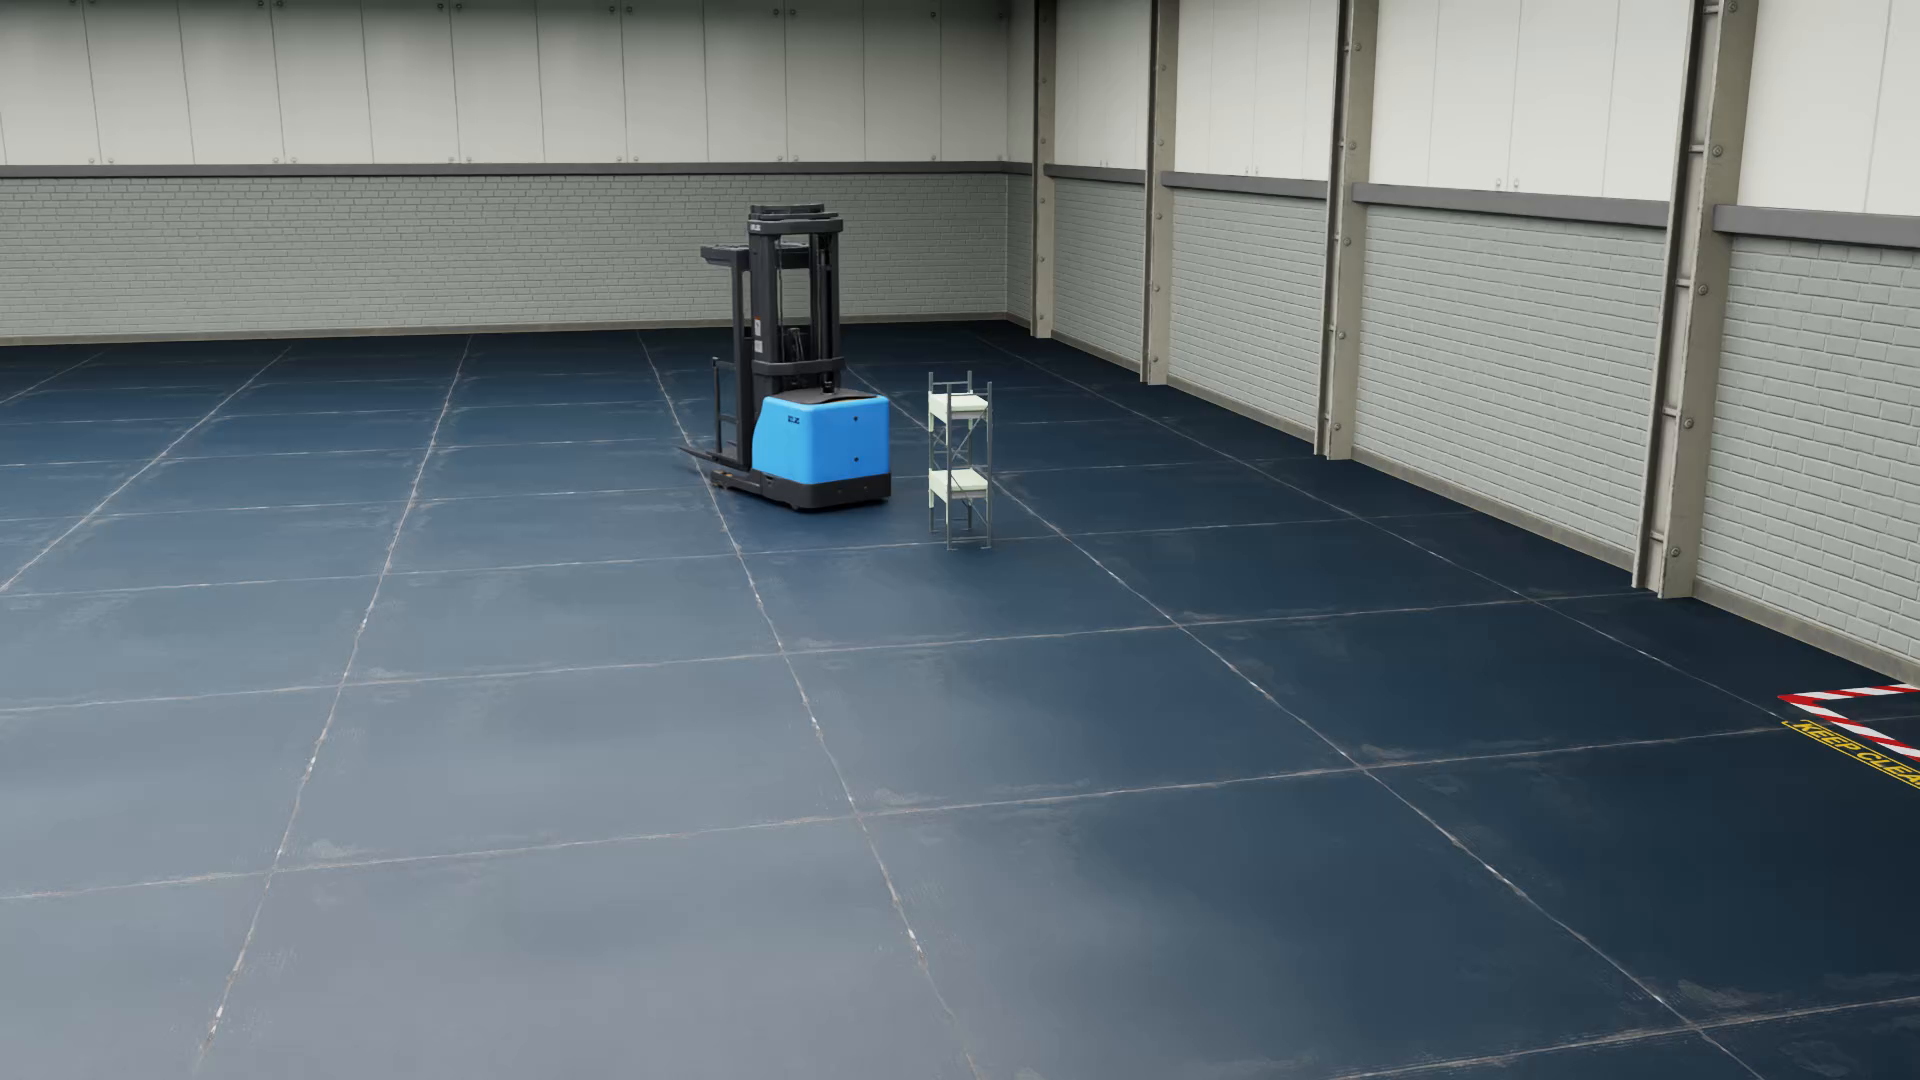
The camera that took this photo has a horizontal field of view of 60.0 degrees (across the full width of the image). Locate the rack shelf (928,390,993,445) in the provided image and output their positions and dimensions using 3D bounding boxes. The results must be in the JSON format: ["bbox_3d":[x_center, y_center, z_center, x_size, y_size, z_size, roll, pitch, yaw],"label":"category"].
[{"bbox_3d":[-0.002,-1.109,14.986,0.431,0.370,0.720,-3,14,-13],"label":"rack shelf"}]

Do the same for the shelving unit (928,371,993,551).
[{"bbox_3d":[-0.002,-0.730,15.078,0.431,1.500,0.755,-3,14,-13],"label":"shelving unit"}]

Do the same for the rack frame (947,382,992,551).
[{"bbox_3d":[0.084,-0.646,14.733,0.400,1.500,0.023,-3,14,-13],"label":"rack frame"}]

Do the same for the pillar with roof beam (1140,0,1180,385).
[{"bbox_3d":[-1.279,-6.483,22.826,9.100,9.000,0.400,-3,14,-13],"label":"pillar with roof beam"}]

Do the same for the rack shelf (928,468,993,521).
[{"bbox_3d":[-0.002,-0.413,15.156,0.431,0.370,0.720,-3,14,-13],"label":"rack shelf"}]

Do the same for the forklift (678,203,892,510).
[{"bbox_3d":[-1.978,-2.012,17.311,1.130,2.935,3.031,-10,17,-36],"label":"forklift"}]

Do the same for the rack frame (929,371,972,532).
[{"bbox_3d":[-0.088,-0.815,15.424,0.400,1.500,0.023,-3,14,-13],"label":"rack frame"}]

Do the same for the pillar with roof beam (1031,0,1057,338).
[{"bbox_3d":[-2.688,-7.868,28.492,9.100,9.000,0.400,-3,14,-13],"label":"pillar with roof beam"}]

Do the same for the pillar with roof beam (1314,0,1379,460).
[{"bbox_3d":[0.131,-5.099,17.161,9.100,9.000,0.400,-3,14,-13],"label":"pillar with roof beam"}]

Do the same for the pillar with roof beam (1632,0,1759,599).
[{"bbox_3d":[1.540,-3.715,11.495,9.100,9.000,0.400,-3,14,-13],"label":"pillar with roof beam"}]
